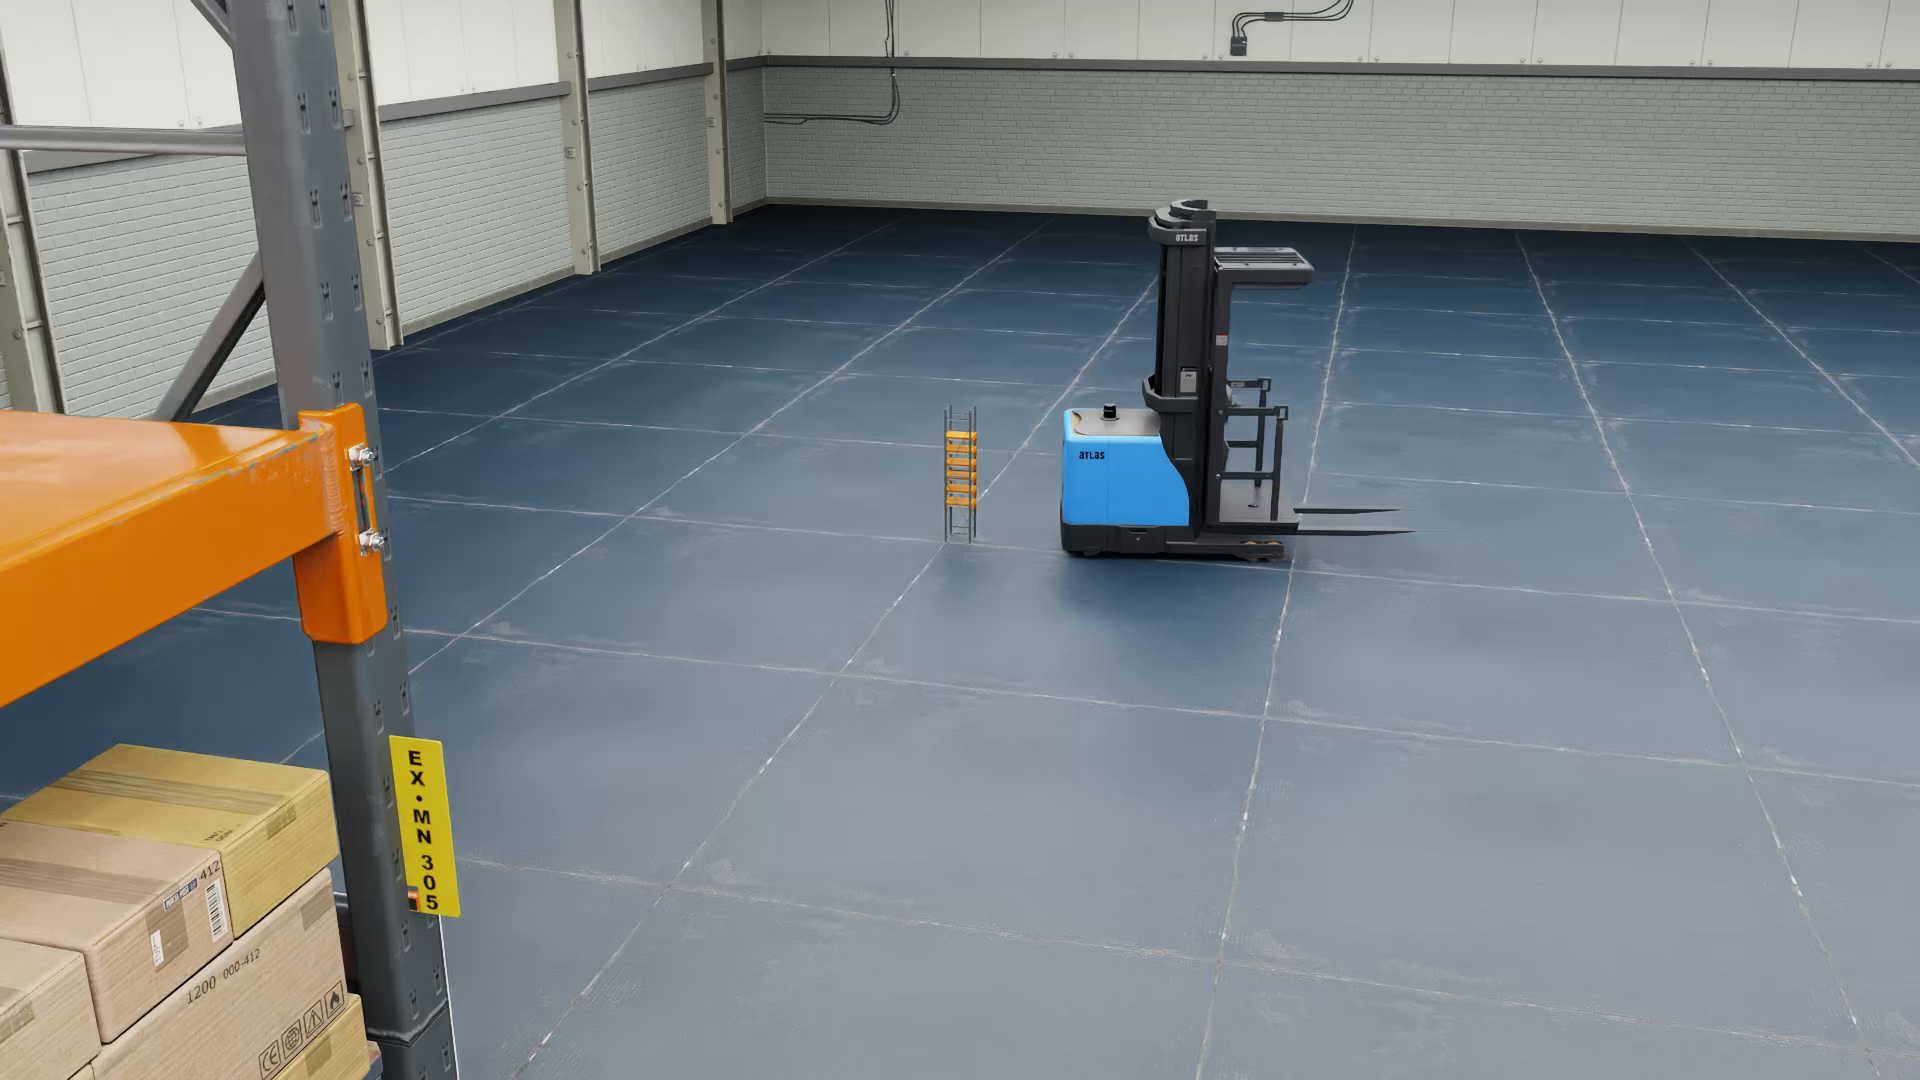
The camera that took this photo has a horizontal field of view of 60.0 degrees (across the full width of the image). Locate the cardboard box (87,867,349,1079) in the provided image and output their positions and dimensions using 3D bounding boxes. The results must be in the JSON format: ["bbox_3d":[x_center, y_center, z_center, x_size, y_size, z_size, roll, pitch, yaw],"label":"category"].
[{"bbox_3d":[-1.262,0.672,2.408,0.500,0.250,0.500,5,19,14],"label":"cardboard box"}]

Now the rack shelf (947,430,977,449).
[{"bbox_3d":[0.004,-0.871,14.405,0.258,0.103,0.180,5,19,13],"label":"rack shelf"}]

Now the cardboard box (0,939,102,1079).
[{"bbox_3d":[-1.292,0.598,2.005,0.380,0.149,0.250,5,19,14],"label":"cardboard box"}]

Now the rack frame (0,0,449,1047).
[{"bbox_3d":[-1.414,-0.608,2.544,1.000,3.000,0.127,5,19,13],"label":"rack frame"}]

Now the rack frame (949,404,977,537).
[{"bbox_3d":[0.026,-0.601,14.591,0.240,1.200,0.006,5,19,13],"label":"rack frame"}]

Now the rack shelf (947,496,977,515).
[{"bbox_3d":[0.004,-0.303,14.599,0.258,0.103,0.180,5,19,13],"label":"rack shelf"}]

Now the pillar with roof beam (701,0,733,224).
[{"bbox_3d":[-0.592,-10.274,30.844,9.100,9.000,0.400,5,19,13],"label":"pillar with roof beam"}]

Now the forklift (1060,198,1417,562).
[{"bbox_3d":[2.405,-1.377,14.186,3.031,2.935,1.130,1,19,2],"label":"forklift"}]

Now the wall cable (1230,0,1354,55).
[{"bbox_3d":[6.437,-12.287,31.477,2.305,6.003,0.169,5,19,13],"label":"wall cable"}]

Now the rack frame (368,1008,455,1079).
[{"bbox_3d":[-1.414,2.231,3.514,1.000,3.000,0.127,5,19,13],"label":"rack frame"}]

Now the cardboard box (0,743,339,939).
[{"bbox_3d":[-1.167,0.440,2.469,0.380,0.149,0.250,5,19,14],"label":"cardboard box"}]

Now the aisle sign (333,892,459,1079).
[{"bbox_3d":[-1.105,1.003,3.090,0.394,0.787,0.004,5,19,13],"label":"aisle sign"}]

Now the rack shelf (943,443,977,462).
[{"bbox_3d":[0.004,-0.757,14.444,0.258,0.103,0.180,5,19,13],"label":"rack shelf"}]

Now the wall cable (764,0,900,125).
[{"bbox_3d":[-2.765,-9.963,34.739,3.097,2.526,0.112,5,19,13],"label":"wall cable"}]

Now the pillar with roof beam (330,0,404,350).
[{"bbox_3d":[-3.524,-6.512,19.832,9.100,9.000,0.400,5,19,13],"label":"pillar with roof beam"}]

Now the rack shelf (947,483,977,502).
[{"bbox_3d":[0.004,-0.417,14.560,0.258,0.103,0.180,5,19,13],"label":"rack shelf"}]

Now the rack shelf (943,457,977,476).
[{"bbox_3d":[0.004,-0.644,14.482,0.258,0.103,0.180,5,19,13],"label":"rack shelf"}]

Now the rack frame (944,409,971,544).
[{"bbox_3d":[-0.019,-0.544,14.423,0.240,1.200,0.006,5,19,13],"label":"rack frame"}]

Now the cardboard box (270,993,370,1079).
[{"bbox_3d":[-1.166,0.816,2.602,0.380,0.149,0.250,5,19,13],"label":"cardboard box"}]

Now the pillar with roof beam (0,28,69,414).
[{"bbox_3d":[-4.990,-4.632,14.326,9.100,9.000,0.400,5,19,13],"label":"pillar with roof beam"}]

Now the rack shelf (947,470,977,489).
[{"bbox_3d":[0.004,-0.530,14.521,0.258,0.103,0.180,5,19,13],"label":"rack shelf"}]

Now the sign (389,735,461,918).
[{"bbox_3d":[-0.891,0.478,2.761,0.100,0.325,0.005,5,19,13],"label":"sign"}]

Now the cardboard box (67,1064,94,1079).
[{"bbox_3d":[-1.385,0.828,1.949,0.500,0.250,0.500,5,19,13],"label":"cardboard box"}]

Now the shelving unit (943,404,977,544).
[{"bbox_3d":[0.004,-0.572,14.507,0.258,1.200,0.189,5,19,13],"label":"shelving unit"}]

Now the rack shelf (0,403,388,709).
[{"bbox_3d":[-1.902,0.549,0.890,1.077,0.370,4.000,5,19,13],"label":"rack shelf"}]

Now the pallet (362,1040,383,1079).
[{"bbox_3d":[-1.585,1.087,2.360,1.003,0.211,1.213,5,19,13],"label":"pallet"}]

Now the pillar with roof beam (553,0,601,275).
[{"bbox_3d":[-2.058,-8.393,25.338,9.100,9.000,0.400,5,19,13],"label":"pillar with roof beam"}]

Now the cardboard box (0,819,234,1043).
[{"bbox_3d":[-1.229,0.518,2.241,0.380,0.149,0.250,5,19,14],"label":"cardboard box"}]
